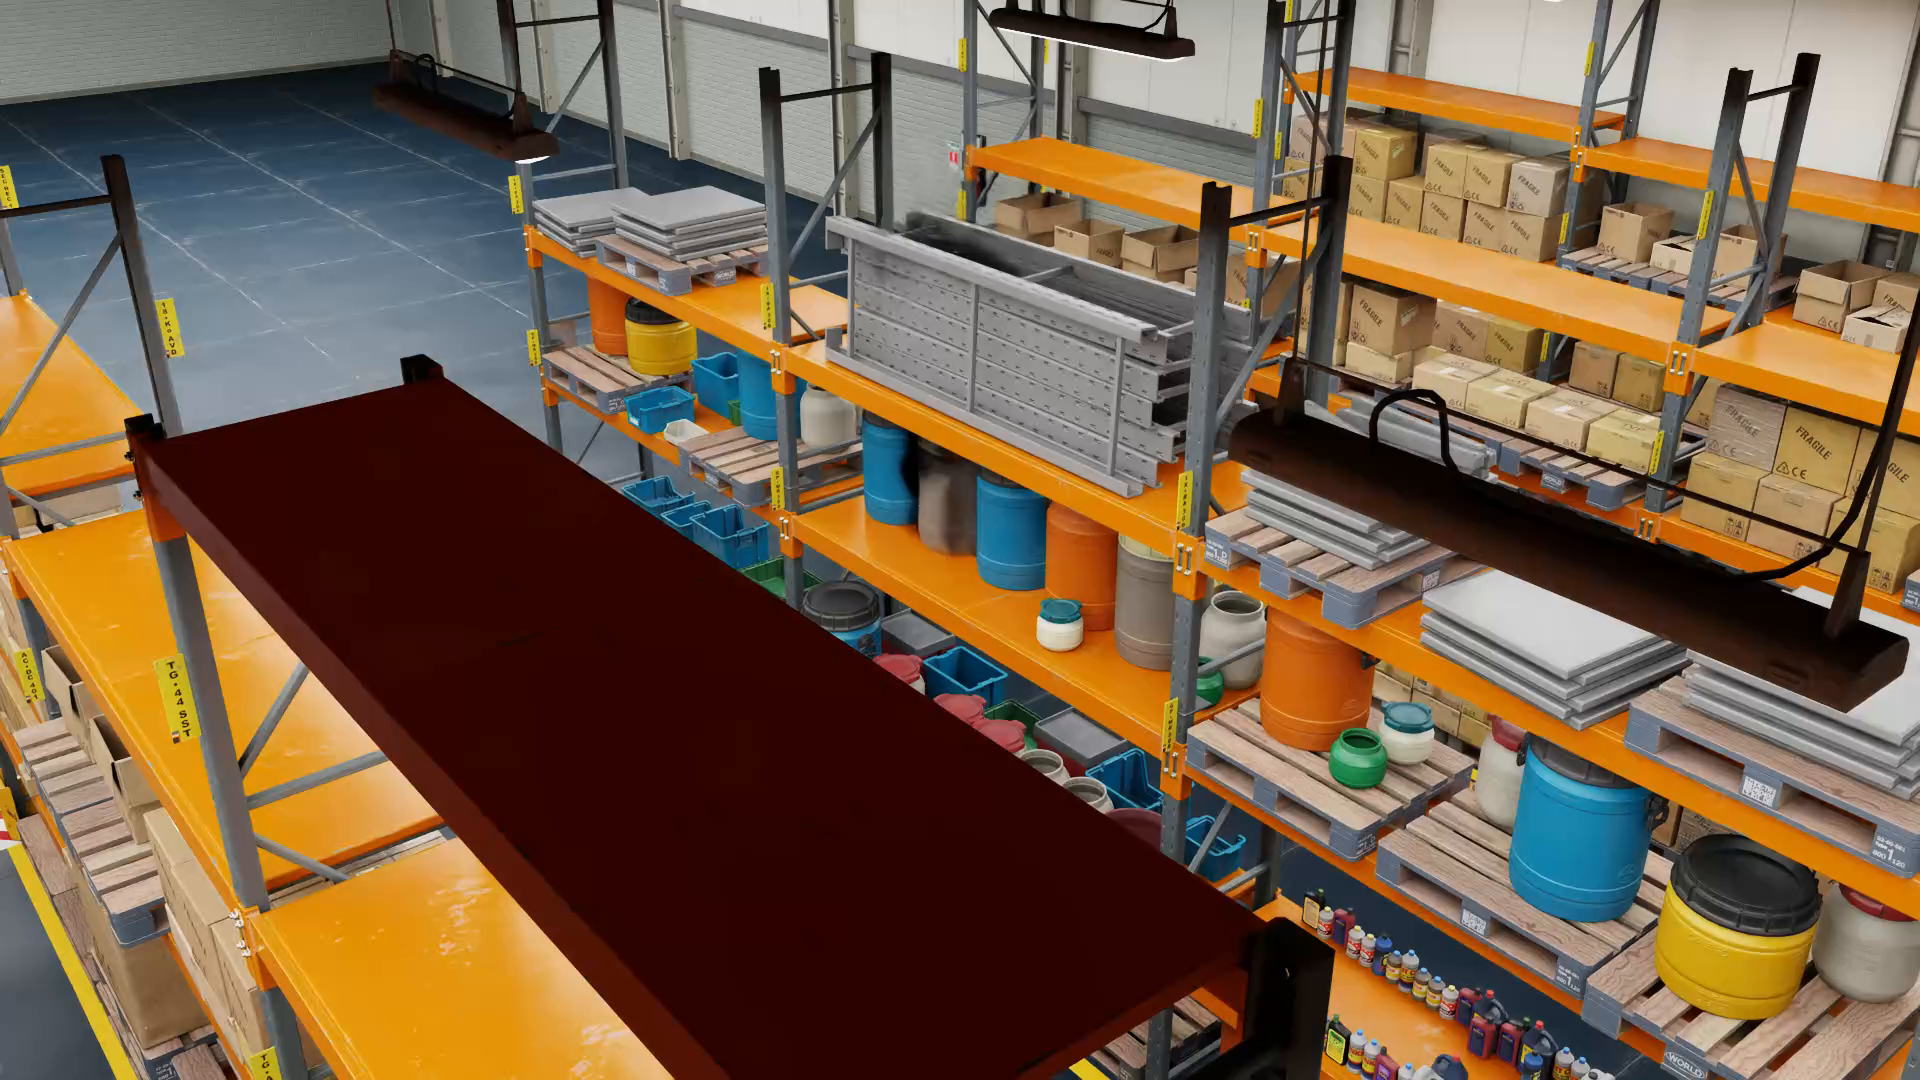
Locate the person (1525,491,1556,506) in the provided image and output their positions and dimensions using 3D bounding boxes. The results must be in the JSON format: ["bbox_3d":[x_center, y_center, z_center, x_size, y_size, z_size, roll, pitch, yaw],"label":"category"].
[{"bbox_3d":[5.450,0.117,16.014,0.654,1.823,0.853,-21,33,-36],"label":"person"}]

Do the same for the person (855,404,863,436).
[{"bbox_3d":[-1.126,-1.721,20.029,0.687,1.591,0.513,0,26,0],"label":"person"}]
